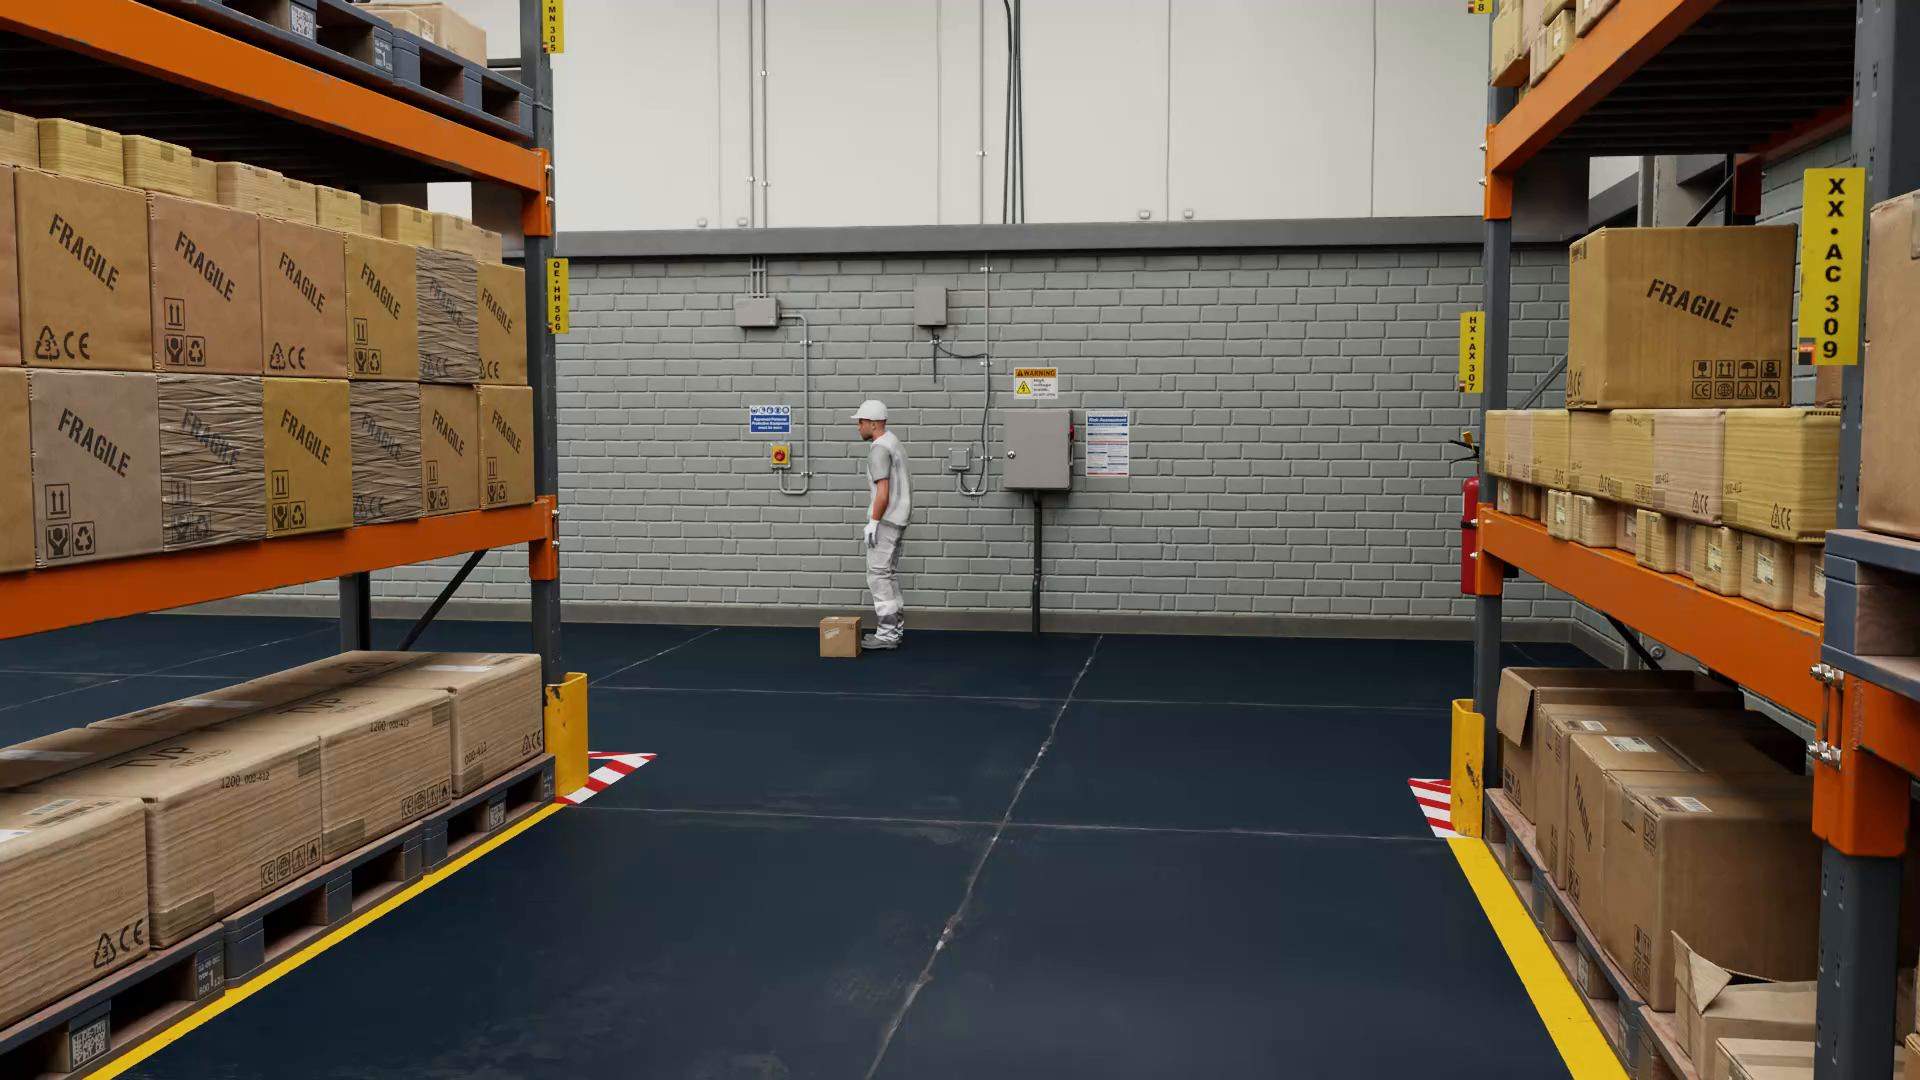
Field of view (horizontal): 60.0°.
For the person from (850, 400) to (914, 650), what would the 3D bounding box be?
[{"bbox_3d":[-0.560,-0.113,11.944,0.451,1.779,0.608,1,4,9],"label":"person"}]
